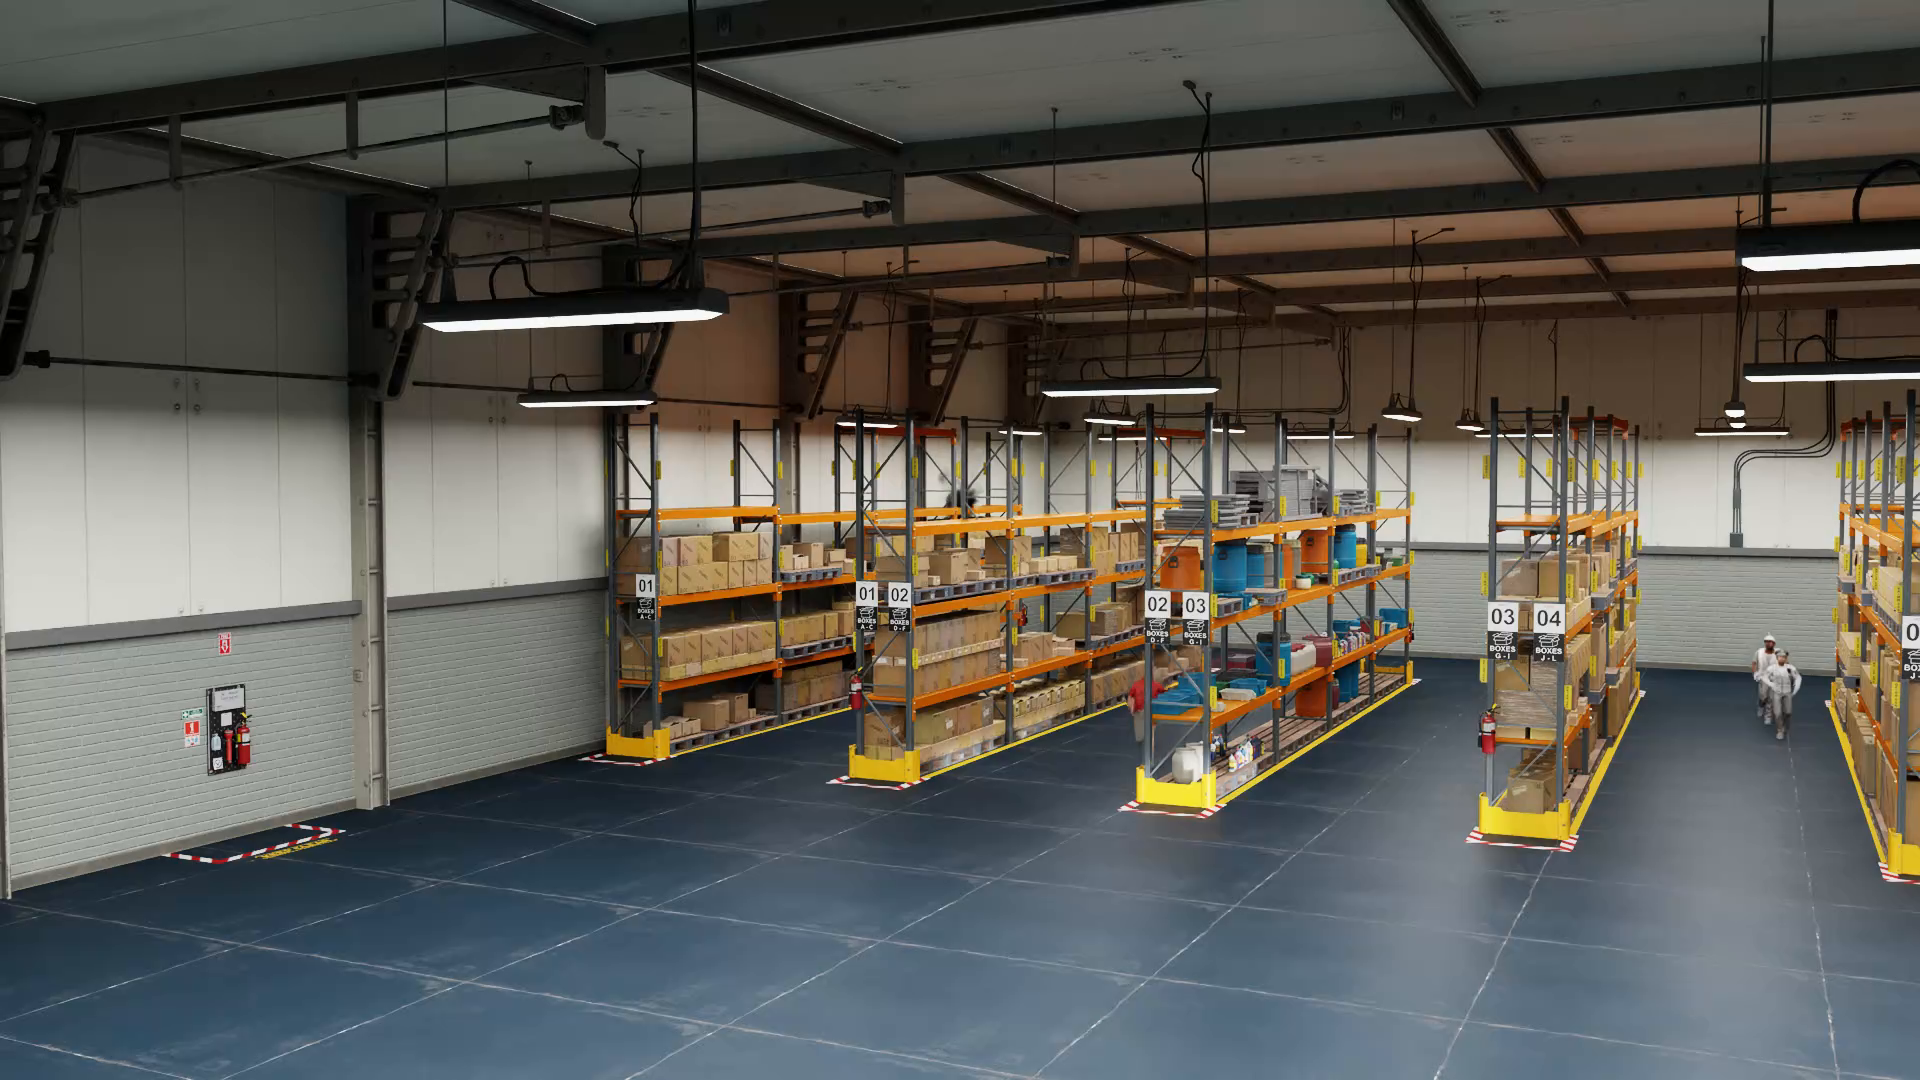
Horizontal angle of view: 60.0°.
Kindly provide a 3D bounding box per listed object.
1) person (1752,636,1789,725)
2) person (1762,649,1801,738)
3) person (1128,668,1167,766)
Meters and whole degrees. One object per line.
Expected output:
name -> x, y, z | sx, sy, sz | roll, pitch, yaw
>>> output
person -> 15.976, 2.756, 32.782 | 0.671, 1.749, 0.638 | 1, 3, 30
person -> 15.366, 2.870, 31.084 | 0.674, 1.659, 0.478 | 1, 3, 21
person -> 3.153, 2.971, 28.032 | 0.680, 1.688, 0.783 | 1, 3, 18
